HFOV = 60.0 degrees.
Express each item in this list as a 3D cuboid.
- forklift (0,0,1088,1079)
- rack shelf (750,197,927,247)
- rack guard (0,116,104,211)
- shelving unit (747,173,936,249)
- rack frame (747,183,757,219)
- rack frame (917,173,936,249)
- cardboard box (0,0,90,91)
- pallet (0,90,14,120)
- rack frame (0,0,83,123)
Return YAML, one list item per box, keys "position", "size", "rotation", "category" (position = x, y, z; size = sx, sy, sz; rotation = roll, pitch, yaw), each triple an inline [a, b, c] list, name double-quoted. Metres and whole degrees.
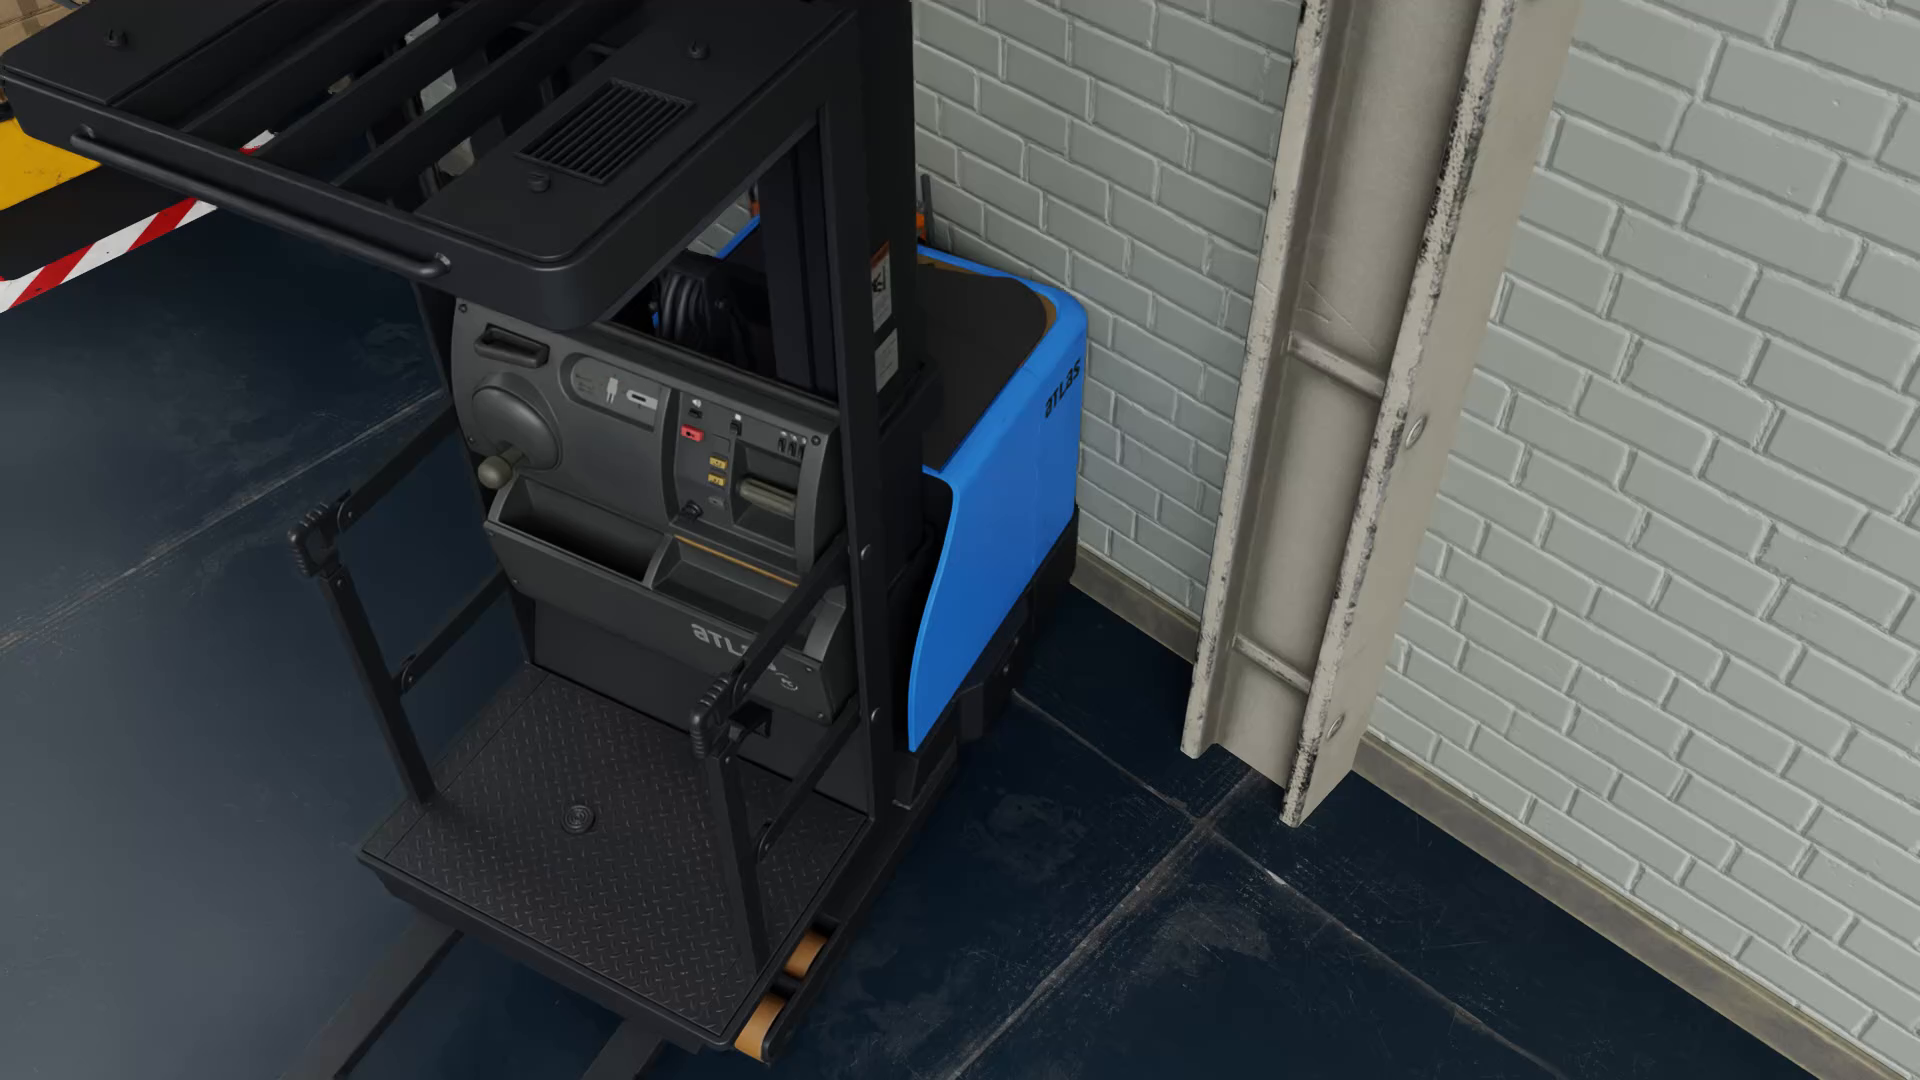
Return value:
- position: [-0.782, -0.121, 3.353]
  size: [1.130, 2.935, 3.031]
  rotation: [21, 50, 19]
  category: "forklift"
- position: [-0.336, -0.884, 4.725]
  size: [0.480, 0.148, 0.258]
  rotation: [30, 53, 32]
  category: "rack shelf"
- position: [-3.623, -1.694, 6.498]
  size: [0.348, 0.500, 1.175]
  rotation: [34, 55, 28]
  category: "rack guard"
- position: [-0.310, -0.599, 4.994]
  size: [0.503, 1.200, 0.258]
  rotation: [30, 53, 32]
  category: "shelving unit"
- position: [-0.490, -0.703, 5.121]
  size: [0.015, 1.200, 0.240]
  rotation: [30, 53, 32]
  category: "rack frame"
- position: [-0.131, -0.494, 4.866]
  size: [0.015, 1.200, 0.240]
  rotation: [30, 53, 32]
  category: "rack frame"
- position: [-3.869, -2.112, 6.773]
  size: [0.500, 0.250, 0.500]
  rotation: [34, 56, 28]
  category: "cardboard box"
- position: [-4.232, -1.963, 6.948]
  size: [1.213, 0.211, 1.003]
  rotation: [34, 55, 28]
  category: "pallet"
- position: [-3.641, -2.562, 5.598]
  size: [0.127, 3.000, 1.000]
  rotation: [34, 55, 28]
  category: "rack frame"
